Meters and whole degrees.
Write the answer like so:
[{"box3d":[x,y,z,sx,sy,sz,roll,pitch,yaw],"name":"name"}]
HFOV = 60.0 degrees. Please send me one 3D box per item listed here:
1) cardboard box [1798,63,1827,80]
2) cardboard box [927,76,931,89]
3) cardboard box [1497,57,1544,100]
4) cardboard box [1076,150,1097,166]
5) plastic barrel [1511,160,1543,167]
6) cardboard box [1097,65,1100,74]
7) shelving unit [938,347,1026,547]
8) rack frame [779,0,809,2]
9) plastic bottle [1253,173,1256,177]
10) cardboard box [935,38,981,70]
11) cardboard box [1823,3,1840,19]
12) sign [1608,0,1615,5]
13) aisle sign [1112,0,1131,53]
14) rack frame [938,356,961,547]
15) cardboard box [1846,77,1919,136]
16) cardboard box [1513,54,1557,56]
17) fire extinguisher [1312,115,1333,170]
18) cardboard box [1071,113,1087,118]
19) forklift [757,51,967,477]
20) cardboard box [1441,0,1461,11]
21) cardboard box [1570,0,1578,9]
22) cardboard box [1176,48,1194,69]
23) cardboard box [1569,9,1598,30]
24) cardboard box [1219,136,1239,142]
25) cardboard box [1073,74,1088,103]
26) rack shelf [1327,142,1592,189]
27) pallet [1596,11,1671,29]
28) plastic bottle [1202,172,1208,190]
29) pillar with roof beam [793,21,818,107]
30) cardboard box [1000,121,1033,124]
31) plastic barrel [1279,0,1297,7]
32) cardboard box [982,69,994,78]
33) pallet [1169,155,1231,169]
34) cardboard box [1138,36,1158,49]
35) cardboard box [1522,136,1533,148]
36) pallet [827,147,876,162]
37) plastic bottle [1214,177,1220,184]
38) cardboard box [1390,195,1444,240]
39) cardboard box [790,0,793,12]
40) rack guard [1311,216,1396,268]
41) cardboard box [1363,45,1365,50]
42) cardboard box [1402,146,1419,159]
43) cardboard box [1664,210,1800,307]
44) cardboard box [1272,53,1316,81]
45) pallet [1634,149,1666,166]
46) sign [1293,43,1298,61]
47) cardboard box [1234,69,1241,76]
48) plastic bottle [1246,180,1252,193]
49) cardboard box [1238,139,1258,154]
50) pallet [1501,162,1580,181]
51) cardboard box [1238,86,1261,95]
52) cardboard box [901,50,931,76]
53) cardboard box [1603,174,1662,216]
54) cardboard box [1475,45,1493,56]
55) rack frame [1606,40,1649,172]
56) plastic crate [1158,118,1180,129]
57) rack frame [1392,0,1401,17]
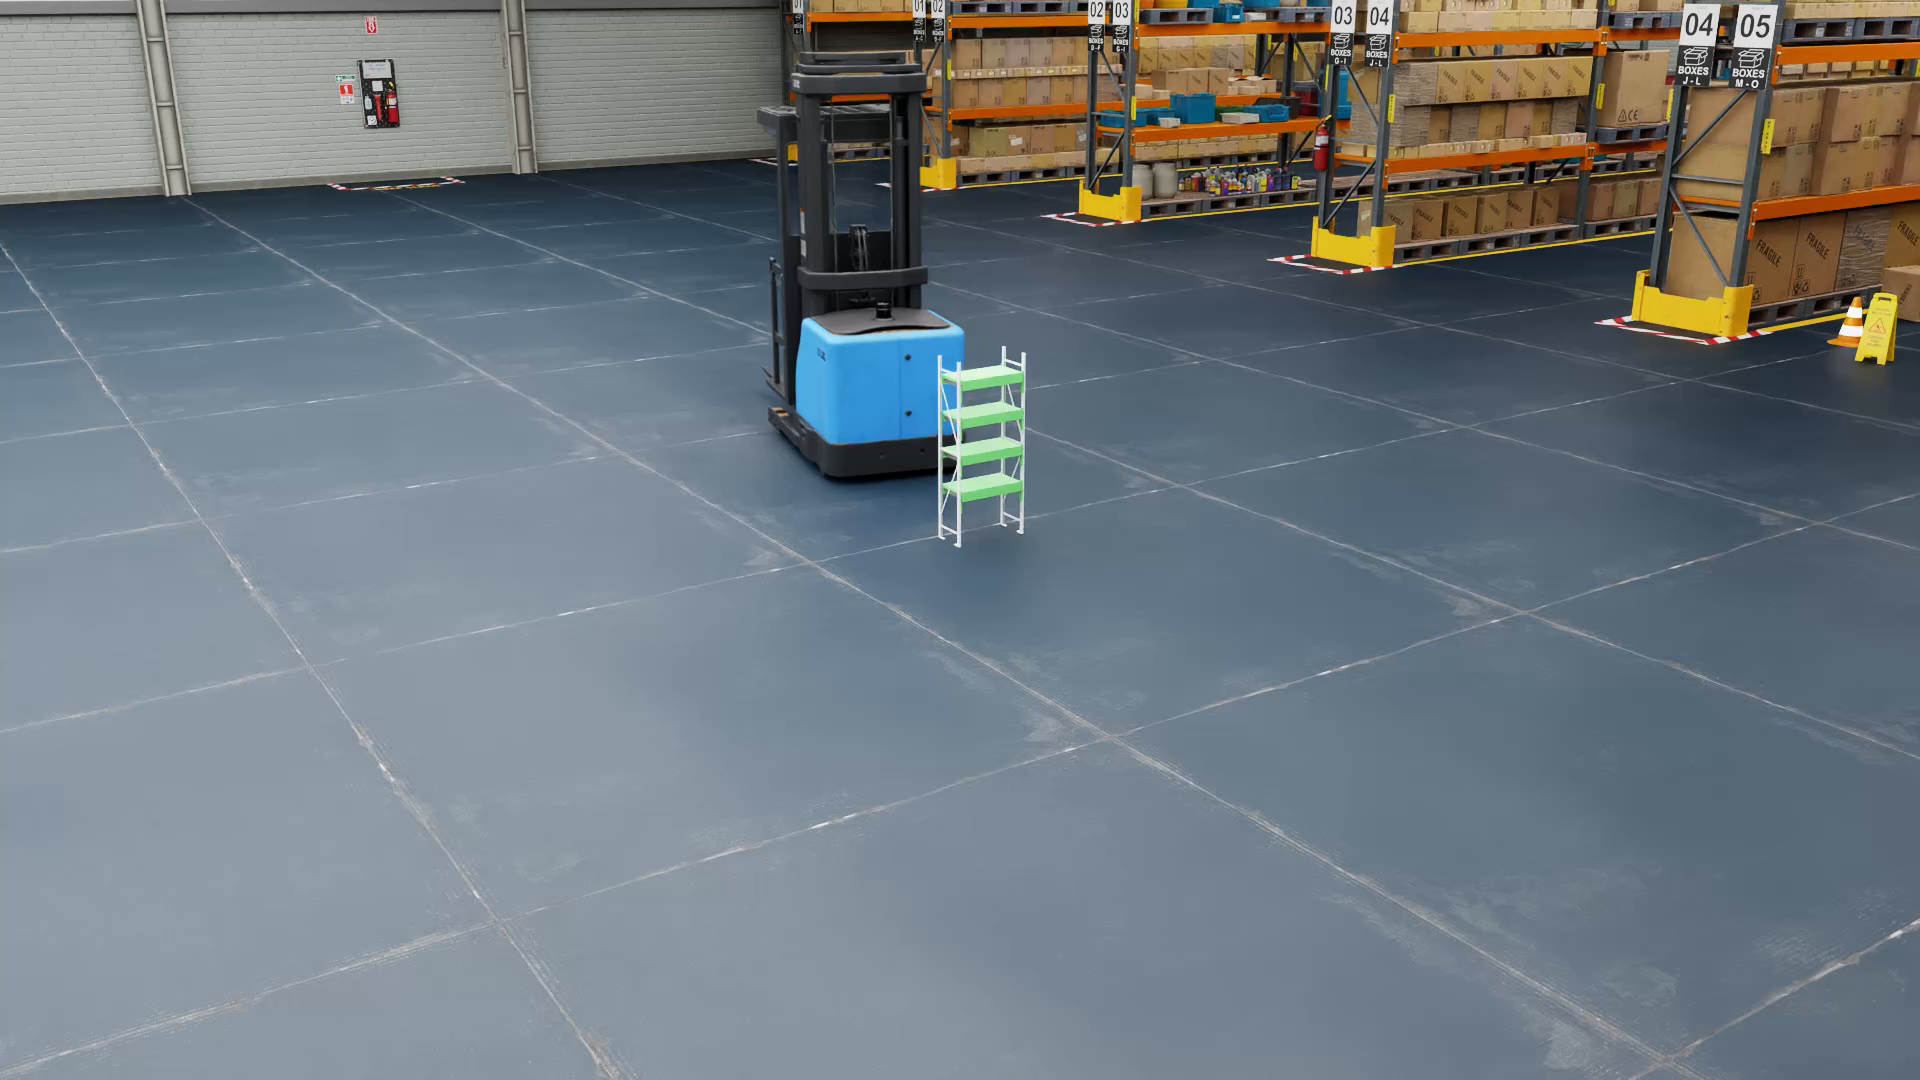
[{"box3d":[12.809,-7.170,25.546,0.637,0.503,0.797,-11,22,-30],"name":"cardboard box"},{"box3d":[-0.931,-9.274,33.697,0.500,0.250,0.500,-12,22,-32],"name":"cardboard box"},{"box3d":[7.243,-6.037,21.736,0.500,0.500,0.500,-12,22,-31],"name":"cardboard box"},{"box3d":[2.167,-7.025,30.479,0.500,0.250,0.500,-12,22,-31],"name":"cardboard box"},{"box3d":[10.262,-7.080,30.112,0.708,0.588,0.600,-12,22,-31],"name":"plastic barrel"},{"box3d":[2.323,-8.514,30.076,0.250,0.149,0.380,-13,22,-33],"name":"cardboard box"},{"box3d":[0.138,-0.598,10.639,0.503,1.200,0.258,-12,22,-31],"name":"shelving unit"},{"box3d":[-3.211,-11.816,31.646,0.127,3.000,1.000,-12,22,-31],"name":"rack frame"},{"box3d":[4.691,-5.692,26.452,0.133,0.283,0.061,-12,22,-31],"name":"plastic bottle"},{"box3d":[-0.042,-8.400,28.726,0.500,0.500,0.700,-12,22,-31],"name":"cardboard box"},{"box3d":[8.490,-5.267,16.537,0.250,0.149,0.380,-12,22,-31],"name":"cardboard box"},{"box3d":[8.607,-7.226,21.945,0.005,0.325,0.100,-12,22,-31],"name":"sign"},{"box3d":[2.339,-7.465,24.082,0.004,0.787,0.394,-12,22,-31],"name":"aisle sign"},{"box3d":[-0.066,-0.555,10.512,0.015,1.200,0.240,-12,22,-31],"name":"rack frame"},{"box3d":[10.224,-4.758,18.216,0.550,0.550,0.875,-12,22,-31],"name":"cardboard box"},{"box3d":[7.787,-6.355,22.676,0.500,0.500,0.500,-12,22,-31],"name":"cardboard box"},{"box3d":[4.613,-5.066,21.167,0.183,0.674,0.296,-12,22,-31],"name":"fire extinguisher"},{"box3d":[2.404,-9.207,36.512,0.500,0.500,0.700,-12,22,-31],"name":"cardboard box"},{"box3d":[-0.912,-2.272,12.889,1.130,2.935,3.031,-6,20,-18],"name":"forklift"},{"box3d":[5.999,-6.651,20.663,0.250,0.149,0.380,-11,22,-29],"name":"cardboard box"},{"box3d":[7.917,-7.086,21.948,0.250,0.149,0.380,-12,22,-31],"name":"cardboard box"},{"box3d":[4.875,-10.775,37.281,0.500,0.500,0.500,-12,22,-32],"name":"cardboard box"},{"box3d":[8.065,-6.904,22.033,0.500,0.250,0.500,-11,22,-29],"name":"cardboard box"},{"box3d":[5.042,-7.881,32.136,0.500,0.311,0.500,-12,22,-32],"name":"cardboard box"},{"box3d":[2.053,-8.227,30.241,0.500,0.500,0.700,-12,22,-32],"name":"cardboard box"},{"box3d":[6.632,-5.011,22.007,4.000,0.370,1.077,-12,22,-31],"name":"rack shelf"},{"box3d":[8.877,-7.116,22.720,1.003,0.211,1.213,-12,22,-31],"name":"pallet"},{"box3d":[3.872,-5.745,26.619,0.135,0.276,0.152,-13,22,-33],"name":"plastic bottle"},{"box3d":[-0.734,-11.019,29.289,0.400,9.000,9.100,-12,22,-31],"name":"pillar with roof beam"},{"box3d":[1.046,-7.343,30.249,0.500,0.500,0.500,-12,22,-31],"name":"cardboard box"},{"box3d":[5.111,-8.678,26.218,0.421,0.512,0.421,0,19,0],"name":"plastic barrel"},{"box3d":[0.391,-8.107,28.872,0.250,0.149,0.380,-12,22,-31],"name":"cardboard box"},{"box3d":[4.471,-7.390,32.274,1.213,0.211,1.003,-12,22,-31],"name":"pallet"},{"box3d":[4.016,-10.952,36.635,0.500,0.250,0.500,-11,22,-30],"name":"cardboard box"},{"box3d":[7.400,-5.316,22.179,0.250,0.149,0.380,-12,22,-31],"name":"cardboard box"},{"box3d":[-2.449,-7.800,33.488,1.213,0.211,1.003,-12,22,-31],"name":"pallet"},{"box3d":[4.111,-5.715,26.648,0.097,0.201,0.097,0,19,0],"name":"plastic bottle"},{"box3d":[5.973,-4.234,21.833,0.500,0.500,0.500,-6,20,-17],"name":"cardboard box"},{"box3d":[-3.002,-10.593,32.524,0.500,0.500,0.500,-10,21,-28],"name":"cardboard box"},{"box3d":[5.025,-3.829,21.289,0.348,0.500,1.175,-12,22,-31],"name":"rack guard"},{"box3d":[9.732,-11.842,40.621,0.700,0.700,0.980,-11,21,-29],"name":"cardboard box"},{"box3d":[5.550,-4.906,20.964,0.250,0.149,0.380,-12,22,-31],"name":"cardboard box"},{"box3d":[8.135,-2.984,17.551,0.875,0.875,0.875,-12,22,-31],"name":"cardboard box"},{"box3d":[6.662,-9.446,33.191,0.700,0.500,0.500,14,23,35],"name":"cardboard box"},{"box3d":[13.873,-7.473,32.520,1.213,0.211,1.003,-12,22,-31],"name":"pallet"},{"box3d":[6.506,-9.460,32.234,0.005,0.325,0.100,-12,22,-31],"name":"sign"},{"box3d":[6.246,-10.759,38.246,0.250,0.149,0.380,-11,22,-30],"name":"cardboard box"},{"box3d":[4.548,-5.575,26.233,0.097,0.201,0.097,0,19,0],"name":"plastic bottle"},{"box3d":[5.464,-7.706,32.492,0.500,0.250,0.500,-12,22,-32],"name":"cardboard box"},{"box3d":[10.573,-6.776,30.458,1.213,0.211,1.003,-12,22,-31],"name":"pallet"},{"box3d":[5.599,-8.708,32.210,0.250,0.149,0.380,-12,22,-31],"name":"cardboard box"},{"box3d":[-0.935,-9.631,33.582,0.500,0.500,0.500,-13,22,-33],"name":"cardboard box"},{"box3d":[9.703,-5.008,24.092,0.500,0.500,0.700,-14,23,-36],"name":"cardboard box"},{"box3d":[10.947,-10.474,35.324,0.500,0.500,0.500,-13,22,-33],"name":"cardboard box"},{"box3d":[12.260,-8.438,31.020,0.127,3.000,1.000,-12,22,-31],"name":"rack frame"},{"box3d":[3.162,-6.271,25.022,0.250,0.136,0.298,-12,22,-31],"name":"plastic crate"},{"box3d":[4.962,-7.841,19.888,0.127,3.000,1.000,-12,22,-31],"name":"rack frame"}]
